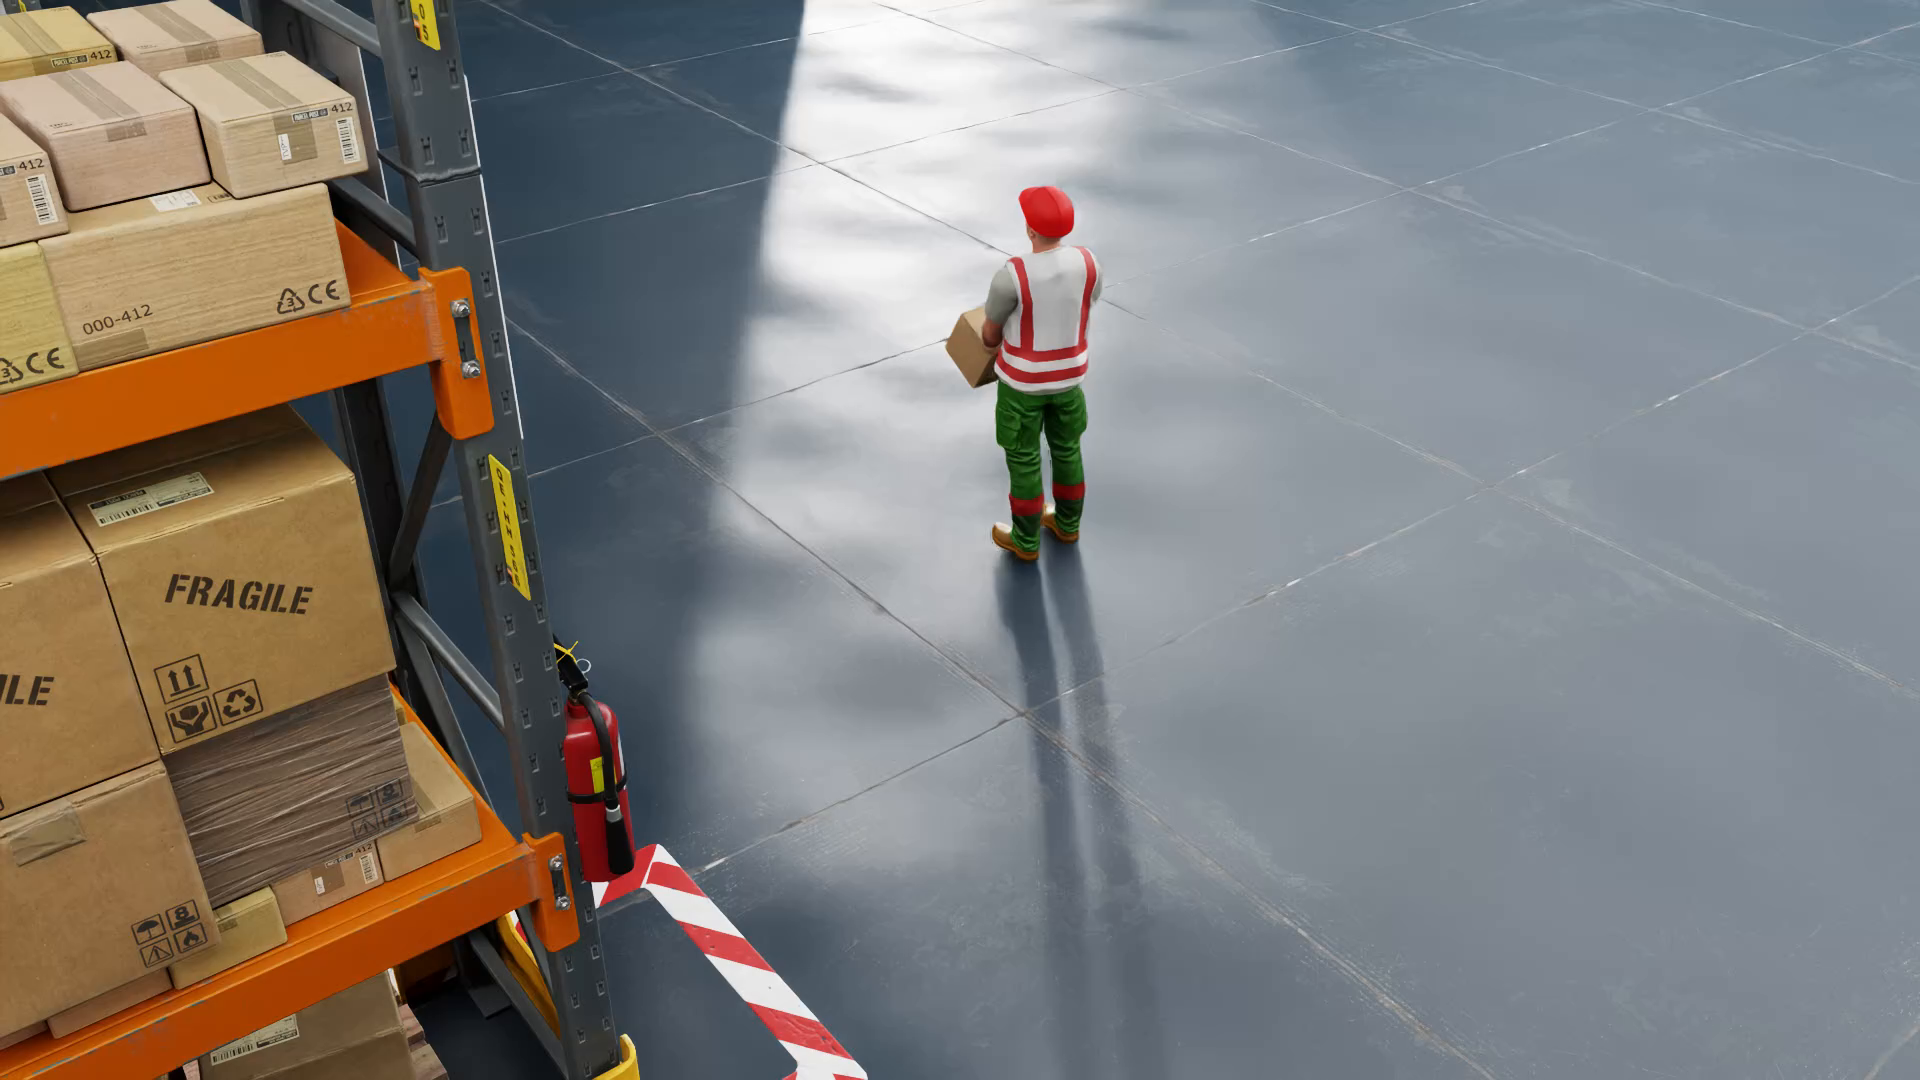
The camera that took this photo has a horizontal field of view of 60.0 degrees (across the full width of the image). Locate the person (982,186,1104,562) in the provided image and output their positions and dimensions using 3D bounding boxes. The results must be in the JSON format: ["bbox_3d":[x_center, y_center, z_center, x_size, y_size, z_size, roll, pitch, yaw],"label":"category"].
[{"bbox_3d":[0.322,-0.739,7.295,0.514,1.793,0.526,-11,34,-17],"label":"person"}]
